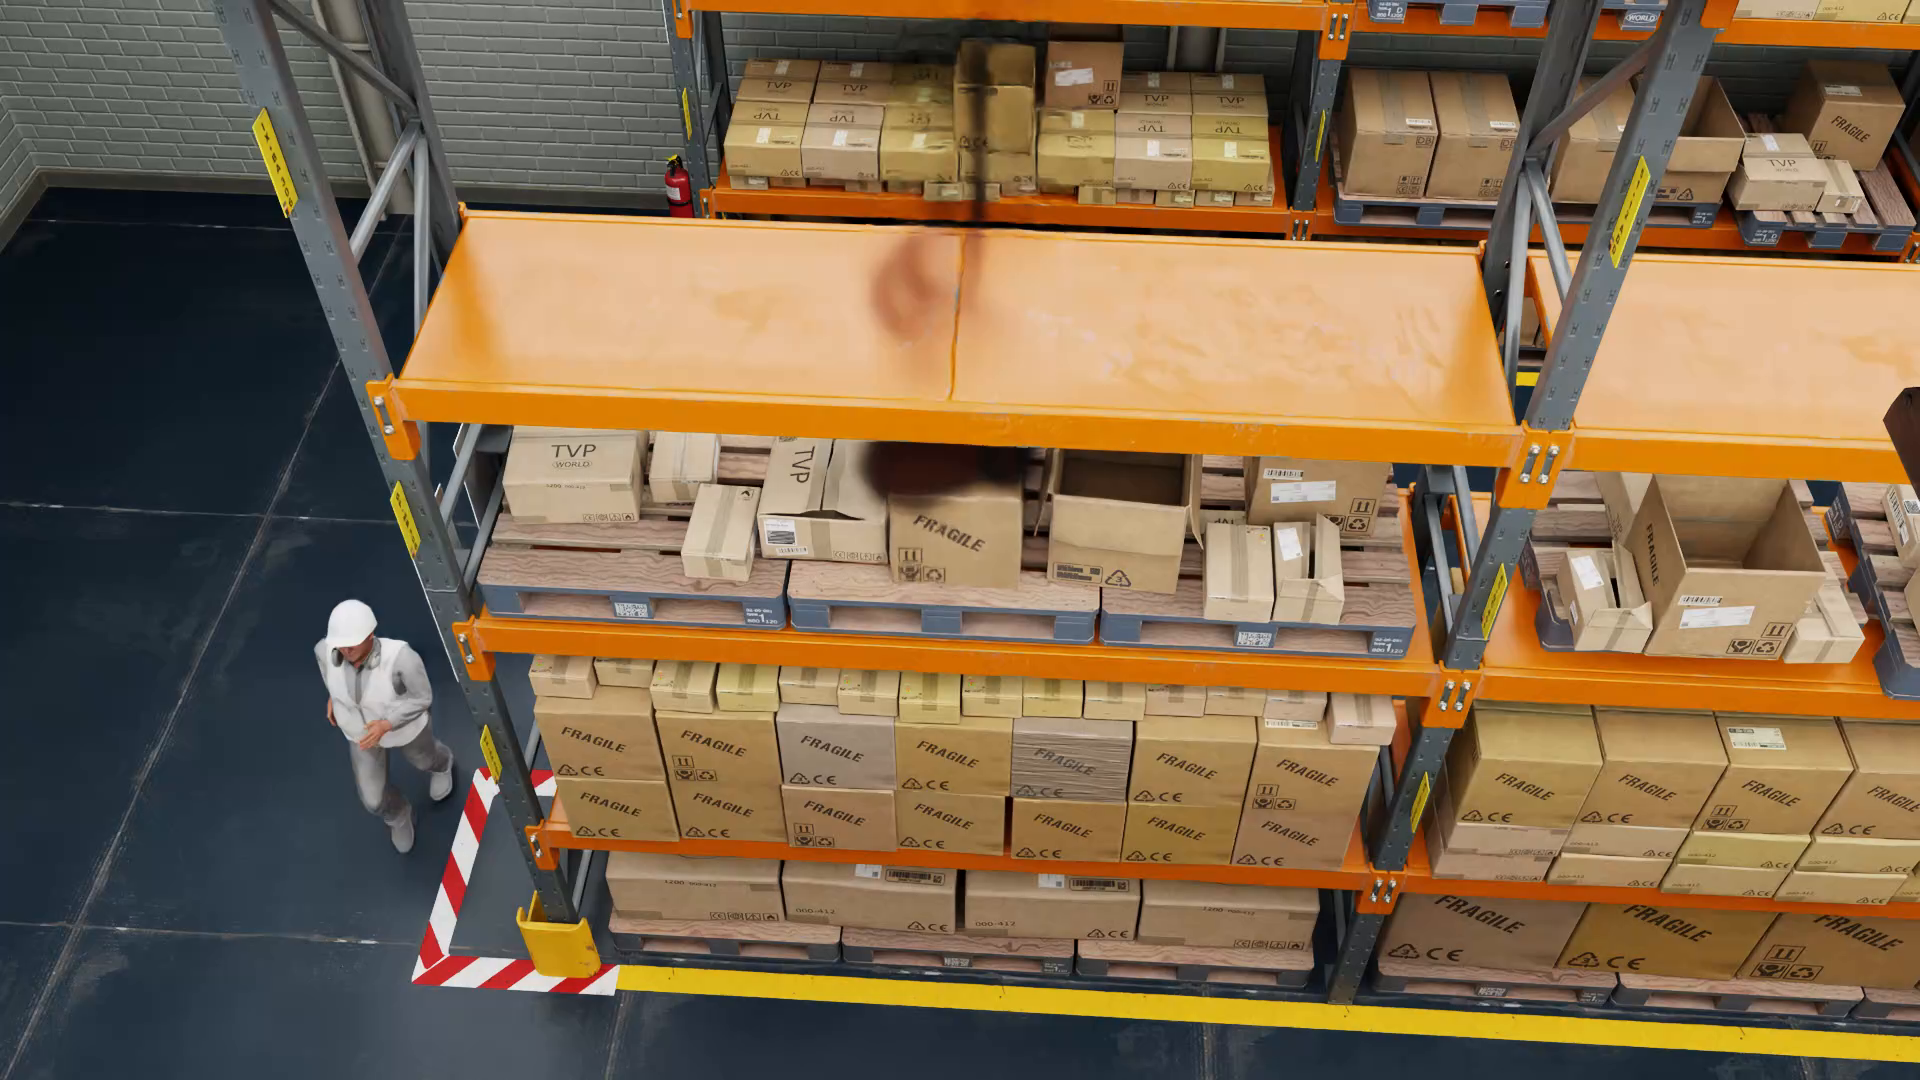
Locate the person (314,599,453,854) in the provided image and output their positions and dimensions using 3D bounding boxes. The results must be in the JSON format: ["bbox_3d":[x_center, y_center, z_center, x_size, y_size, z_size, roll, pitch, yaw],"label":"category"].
[{"bbox_3d":[-2.990,0.973,8.679,0.625,1.821,0.741,-3,48,-3],"label":"person"}]
